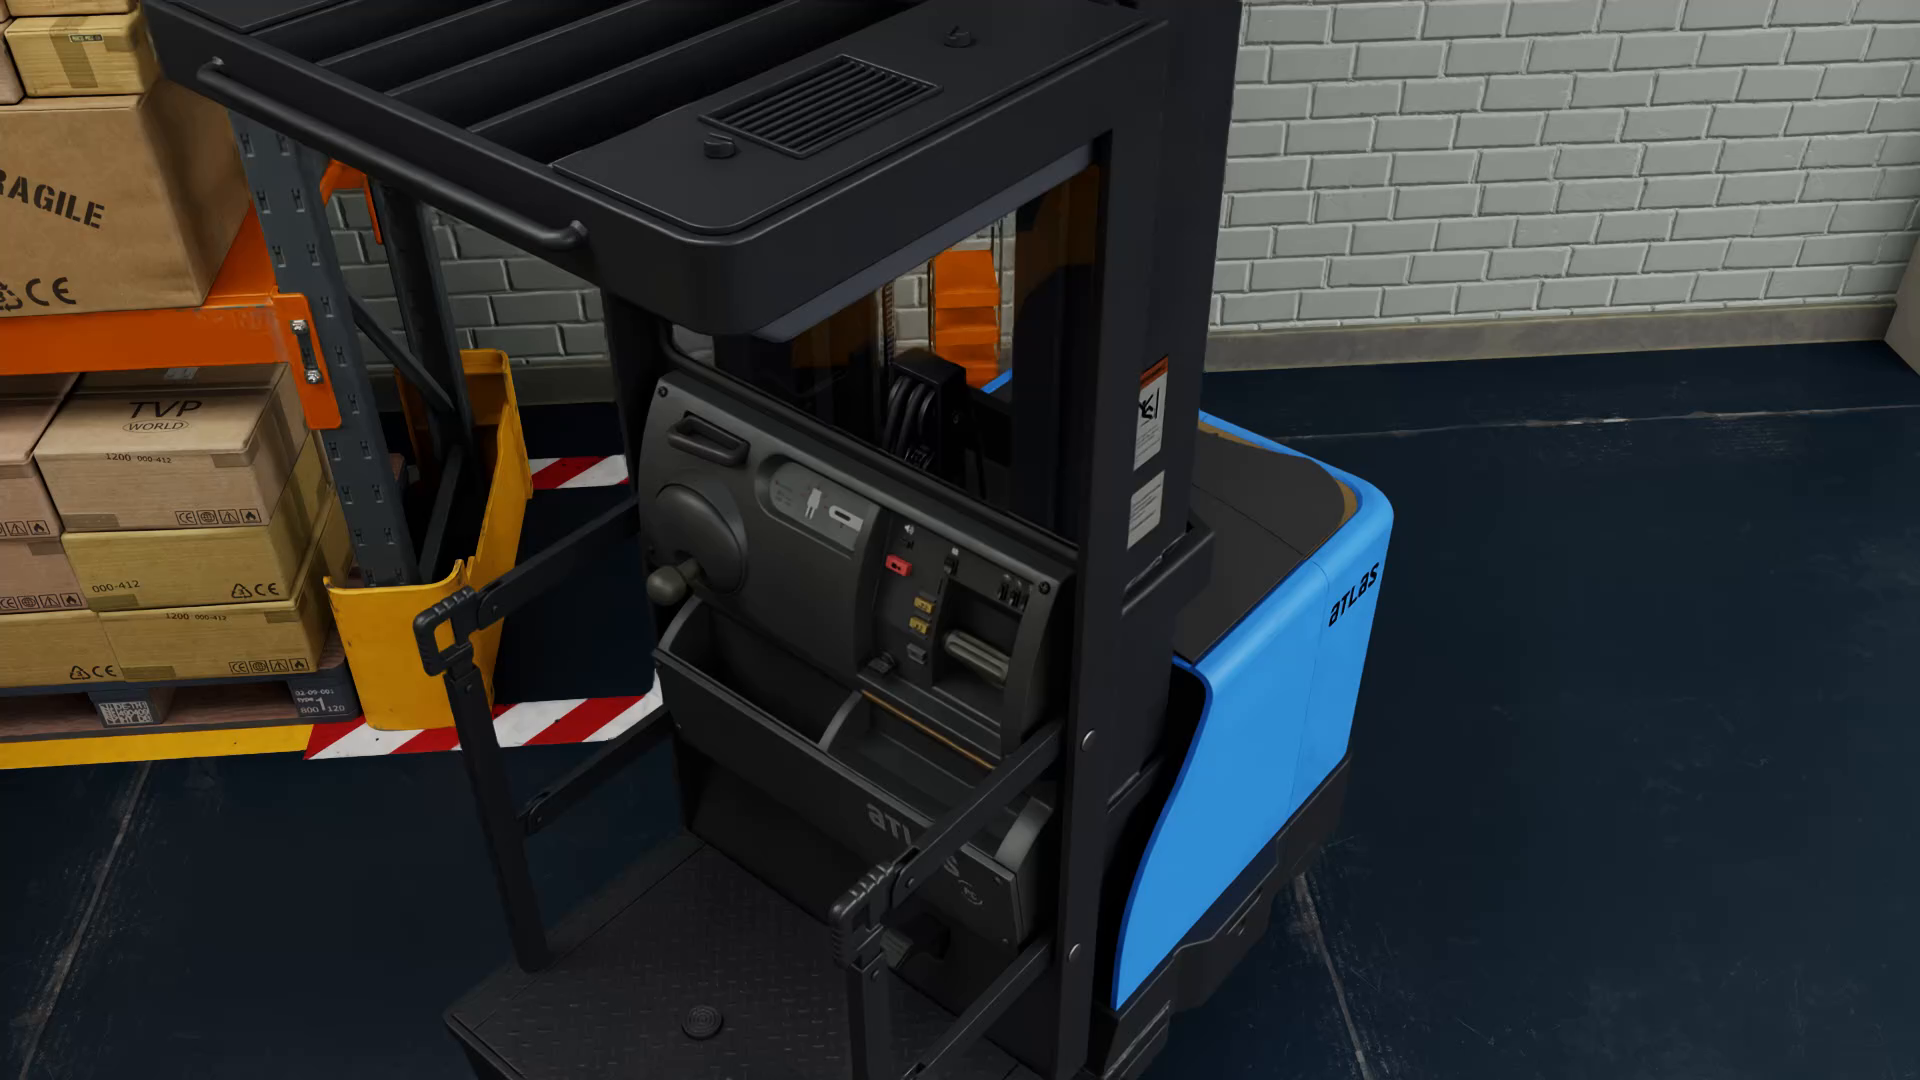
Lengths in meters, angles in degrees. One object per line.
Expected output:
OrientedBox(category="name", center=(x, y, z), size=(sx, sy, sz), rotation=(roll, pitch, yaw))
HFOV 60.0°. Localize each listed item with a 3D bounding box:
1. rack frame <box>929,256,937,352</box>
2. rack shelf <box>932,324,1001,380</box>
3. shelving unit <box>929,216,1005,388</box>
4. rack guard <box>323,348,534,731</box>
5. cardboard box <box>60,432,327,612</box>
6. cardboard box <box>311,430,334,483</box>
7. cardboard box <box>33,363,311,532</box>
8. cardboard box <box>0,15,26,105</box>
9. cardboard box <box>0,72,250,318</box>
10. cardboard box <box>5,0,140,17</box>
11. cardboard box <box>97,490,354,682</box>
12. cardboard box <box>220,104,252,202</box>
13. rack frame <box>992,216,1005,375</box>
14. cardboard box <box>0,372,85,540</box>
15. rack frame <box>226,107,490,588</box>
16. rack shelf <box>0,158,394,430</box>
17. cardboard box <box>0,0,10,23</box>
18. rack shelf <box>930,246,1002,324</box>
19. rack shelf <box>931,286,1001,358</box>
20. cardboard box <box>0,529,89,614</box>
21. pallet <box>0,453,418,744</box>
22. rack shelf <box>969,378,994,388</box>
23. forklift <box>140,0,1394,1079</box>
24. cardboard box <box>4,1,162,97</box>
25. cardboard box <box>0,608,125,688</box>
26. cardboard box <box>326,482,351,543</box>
OrientedBox(category="rack frame", center=(-0.077, -0.467, 4.873), size=(0.006, 1.200, 0.240), rotation=(-3, 38, -4))
OrientedBox(category="rack shelf", center=(0.014, -0.531, 4.833), size=(0.180, 0.103, 0.258), rotation=(-3, 38, -4))
OrientedBox(category="shelving unit", center=(0.014, -0.472, 4.879), size=(0.189, 1.200, 0.258), rotation=(-3, 38, -4))
OrientedBox(category="rack guard", center=(-1.527, -0.036, 4.892), size=(0.348, 0.500, 1.175), rotation=(-3, 38, -4))
OrientedBox(category="cardboard box", center=(-2.009, -0.078, 4.405), size=(0.500, 0.250, 0.500), rotation=(-4, 38, -5))
OrientedBox(category="cardboard box", center=(-2.038, -0.400, 4.813), size=(0.500, 0.250, 0.500), rotation=(-2, 38, -3))
OrientedBox(category="cardboard box", center=(-1.982, -0.276, 4.252), size=(0.500, 0.250, 0.500), rotation=(-2, 38, -2))
OrientedBox(category="cardboard box", center=(-2.124, -1.086, 3.600), size=(0.250, 0.149, 0.380), rotation=(-3, 38, -3))
OrientedBox(category="cardboard box", center=(-2.018, -0.866, 3.846), size=(0.500, 0.500, 0.500), rotation=(-4, 38, -5))
OrientedBox(category="cardboard box", center=(-1.890, -1.277, 3.602), size=(0.250, 0.149, 0.380), rotation=(-3, 38, -4))
OrientedBox(category="cardboard box", center=(-1.991, 0.119, 4.558), size=(0.500, 0.250, 0.500), rotation=(-3, 38, -4))
OrientedBox(category="cardboard box", center=(-2.069, -1.200, 4.268), size=(0.500, 0.500, 0.500), rotation=(-2, 38, -3))
OrientedBox(category="rack frame", center=(0.106, -0.477, 4.886), size=(0.006, 1.200, 0.240), rotation=(-3, 38, -4))
OrientedBox(category="cardboard box", center=(-2.491, -0.245, 4.212), size=(0.500, 0.250, 0.500), rotation=(-2, 38, -3))
OrientedBox(category="rack frame", center=(-1.551, -1.016, 4.116), size=(0.127, 3.000, 1.000), rotation=(-3, 38, -4))
OrientedBox(category="rack shelf", center=(-3.544, -0.624, 4.200), size=(4.000, 0.370, 1.077), rotation=(-3, 38, -4))
OrientedBox(category="cardboard box", center=(-2.132, -1.244, 3.561), size=(0.250, 0.149, 0.380), rotation=(-3, 38, -4))
OrientedBox(category="rack shelf", center=(0.014, -0.720, 4.684), size=(0.180, 0.103, 0.258), rotation=(-3, 38, -4))
OrientedBox(category="rack shelf", center=(0.014, -0.625, 4.758), size=(0.180, 0.103, 0.258), rotation=(-3, 38, -4))
OrientedBox(category="cardboard box", center=(-2.509, -0.057, 4.378), size=(0.500, 0.250, 0.500), rotation=(-3, 38, -4))
OrientedBox(category="pallet", center=(-2.309, 0.146, 4.894), size=(1.213, 0.211, 1.003), rotation=(-3, 38, -4))
OrientedBox(category="rack shelf", center=(0.014, -0.437, 4.907), size=(0.180, 0.103, 0.258), rotation=(-3, 38, -4))
OrientedBox(category="forklift", center=(-0.355, 0.098, 2.760), size=(1.130, 2.935, 3.031), rotation=(27, 46, 30))
OrientedBox(category="cardboard box", center=(-1.872, -1.118, 3.641), size=(0.250, 0.149, 0.380), rotation=(-3, 38, -3))
OrientedBox(category="cardboard box", center=(-2.488, 0.141, 4.531), size=(0.500, 0.250, 0.500), rotation=(-3, 38, -4))
OrientedBox(category="cardboard box", center=(-2.058, -0.195, 4.957), size=(0.500, 0.250, 0.500), rotation=(-3, 38, -4))
